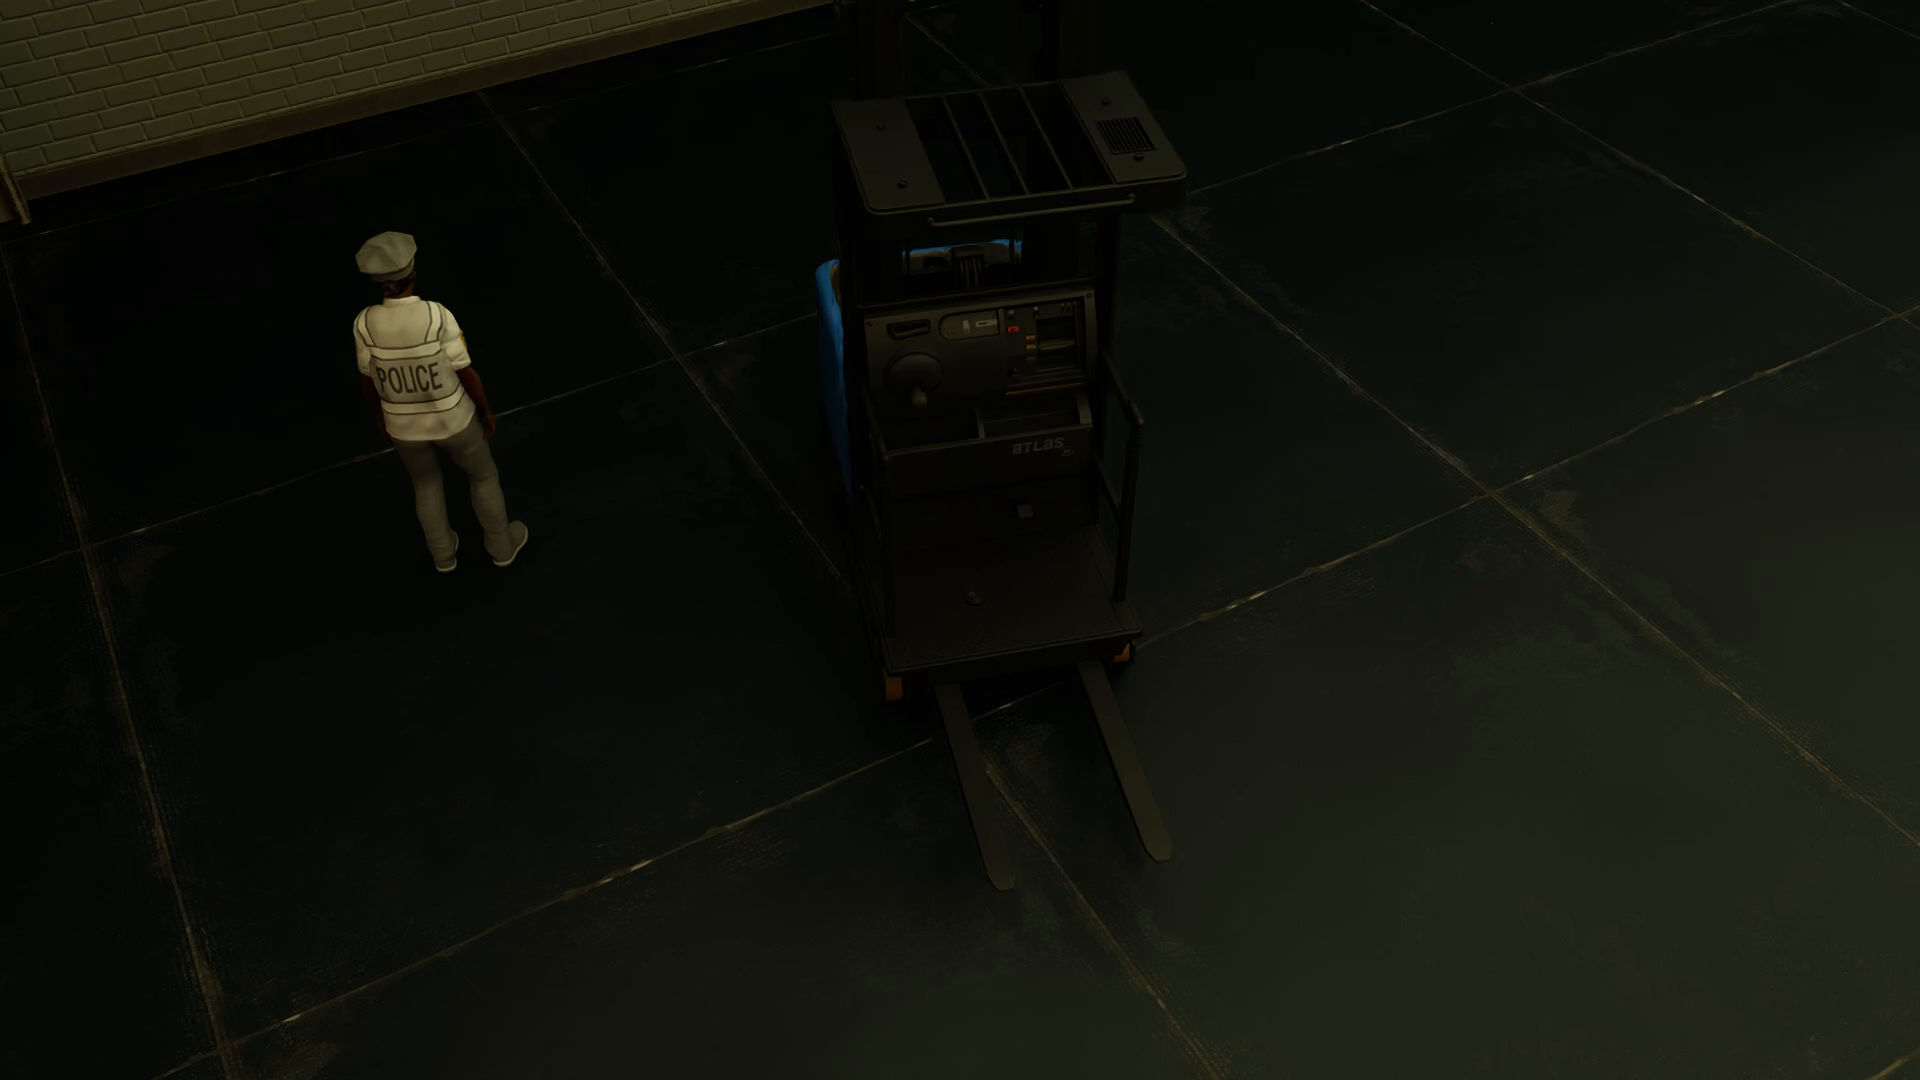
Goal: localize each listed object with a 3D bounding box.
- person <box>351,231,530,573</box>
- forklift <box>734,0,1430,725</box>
[{"bbox_3d":[-2.280,-0.535,7.214,0.520,1.655,0.397,-4,43,-5],"label":"person"},{"bbox_3d":[0.544,-0.875,6.641,3.031,2.935,1.130,21,47,21],"label":"forklift"}]
